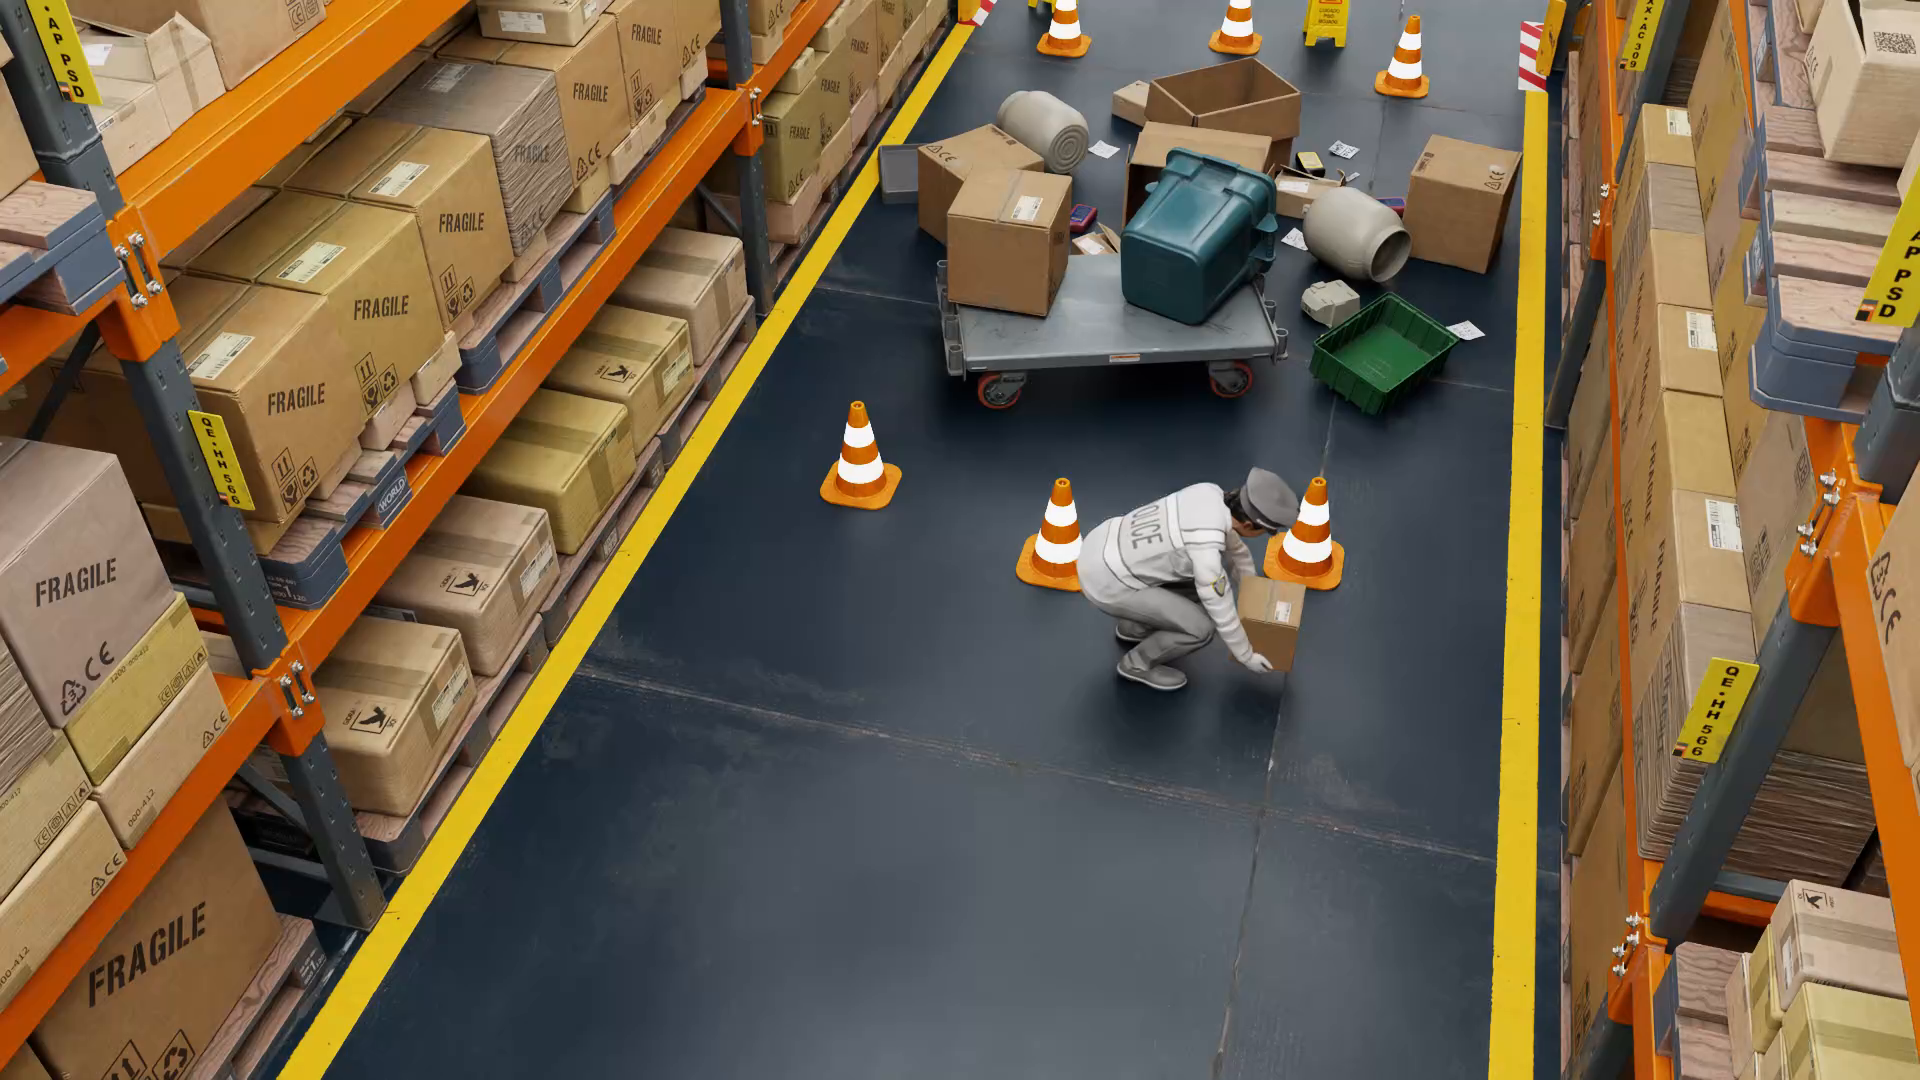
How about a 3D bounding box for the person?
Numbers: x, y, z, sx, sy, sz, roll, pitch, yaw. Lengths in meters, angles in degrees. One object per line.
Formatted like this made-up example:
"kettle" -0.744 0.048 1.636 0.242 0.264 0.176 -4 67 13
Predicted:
"person" 0.876 0.124 6.539 0.817 0.983 0.484 10 42 11
